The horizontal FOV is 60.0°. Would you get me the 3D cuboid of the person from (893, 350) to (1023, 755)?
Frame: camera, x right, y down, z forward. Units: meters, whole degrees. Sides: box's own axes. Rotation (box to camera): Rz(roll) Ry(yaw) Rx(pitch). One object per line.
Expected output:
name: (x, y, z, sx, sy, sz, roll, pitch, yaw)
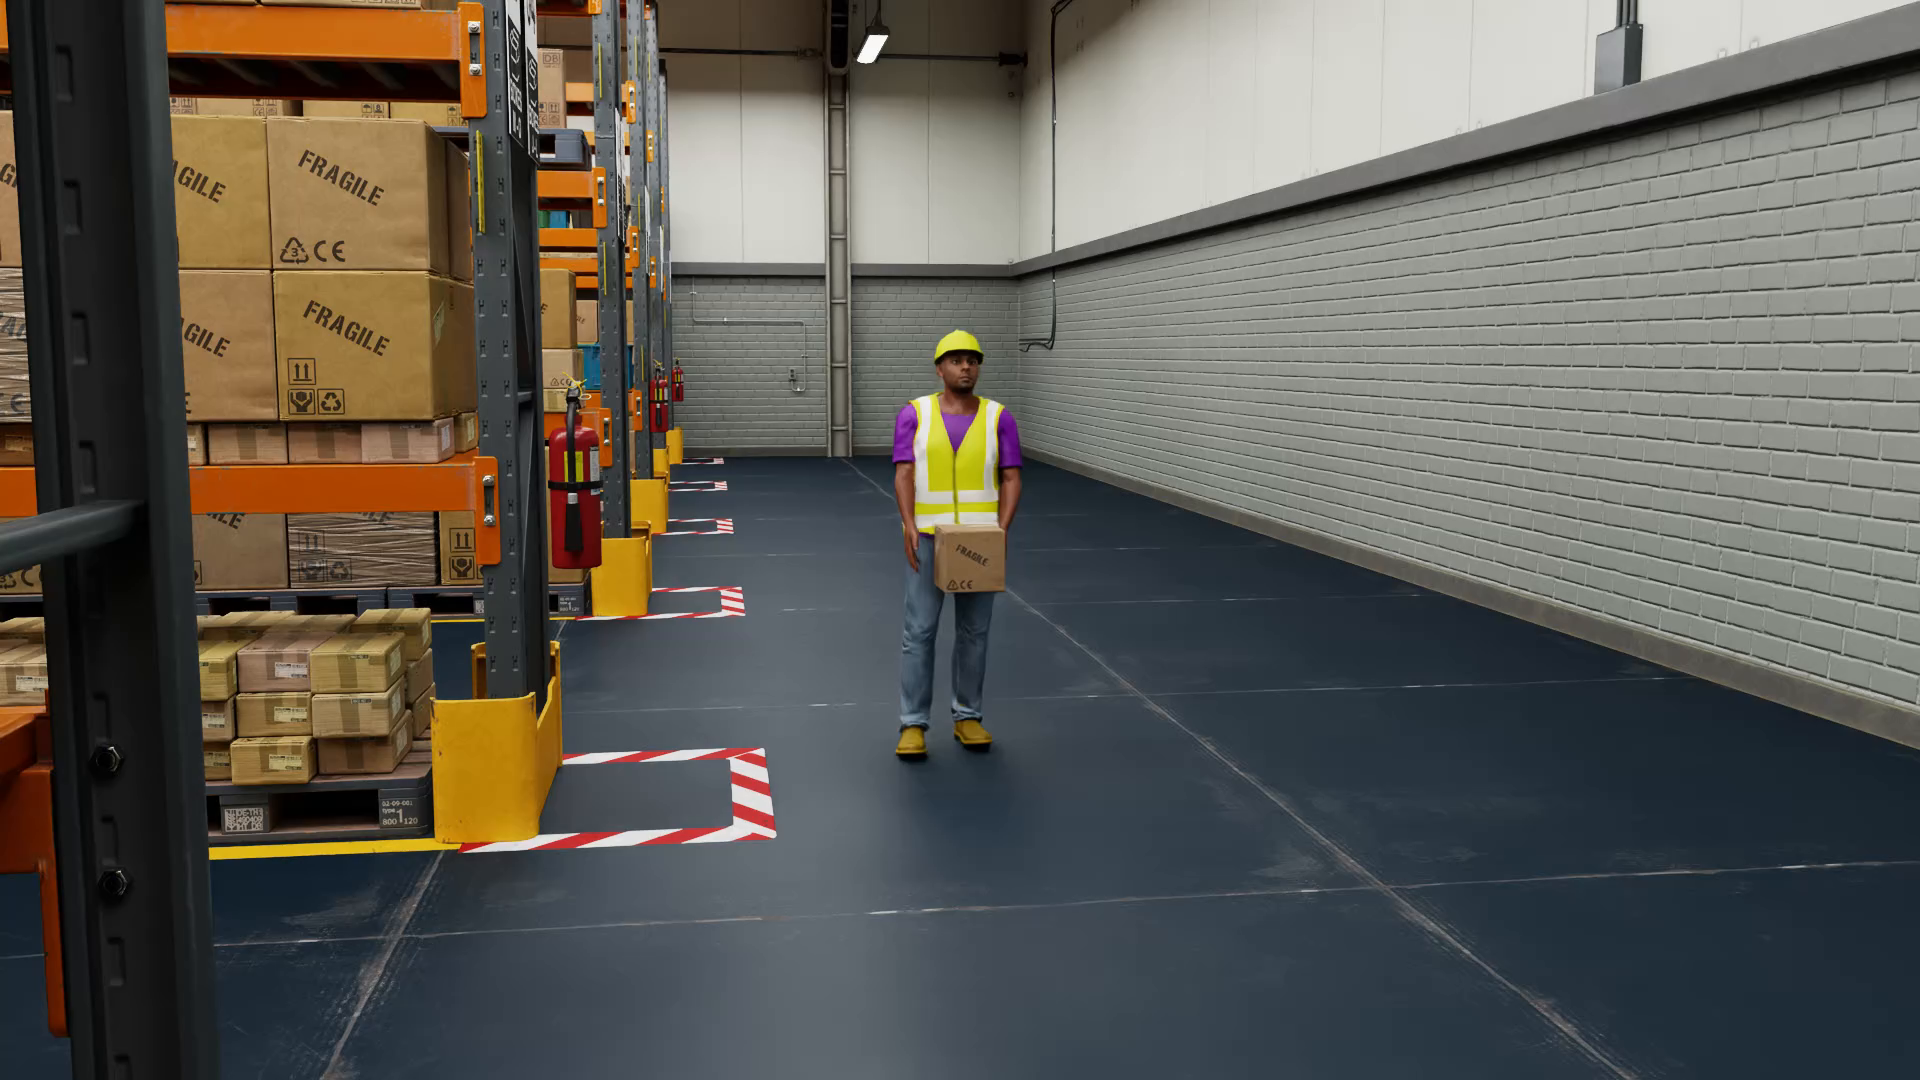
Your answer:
person: (-0.004, 0.023, 7.018, 0.571, 1.734, 0.551, -1, 6, -6)
